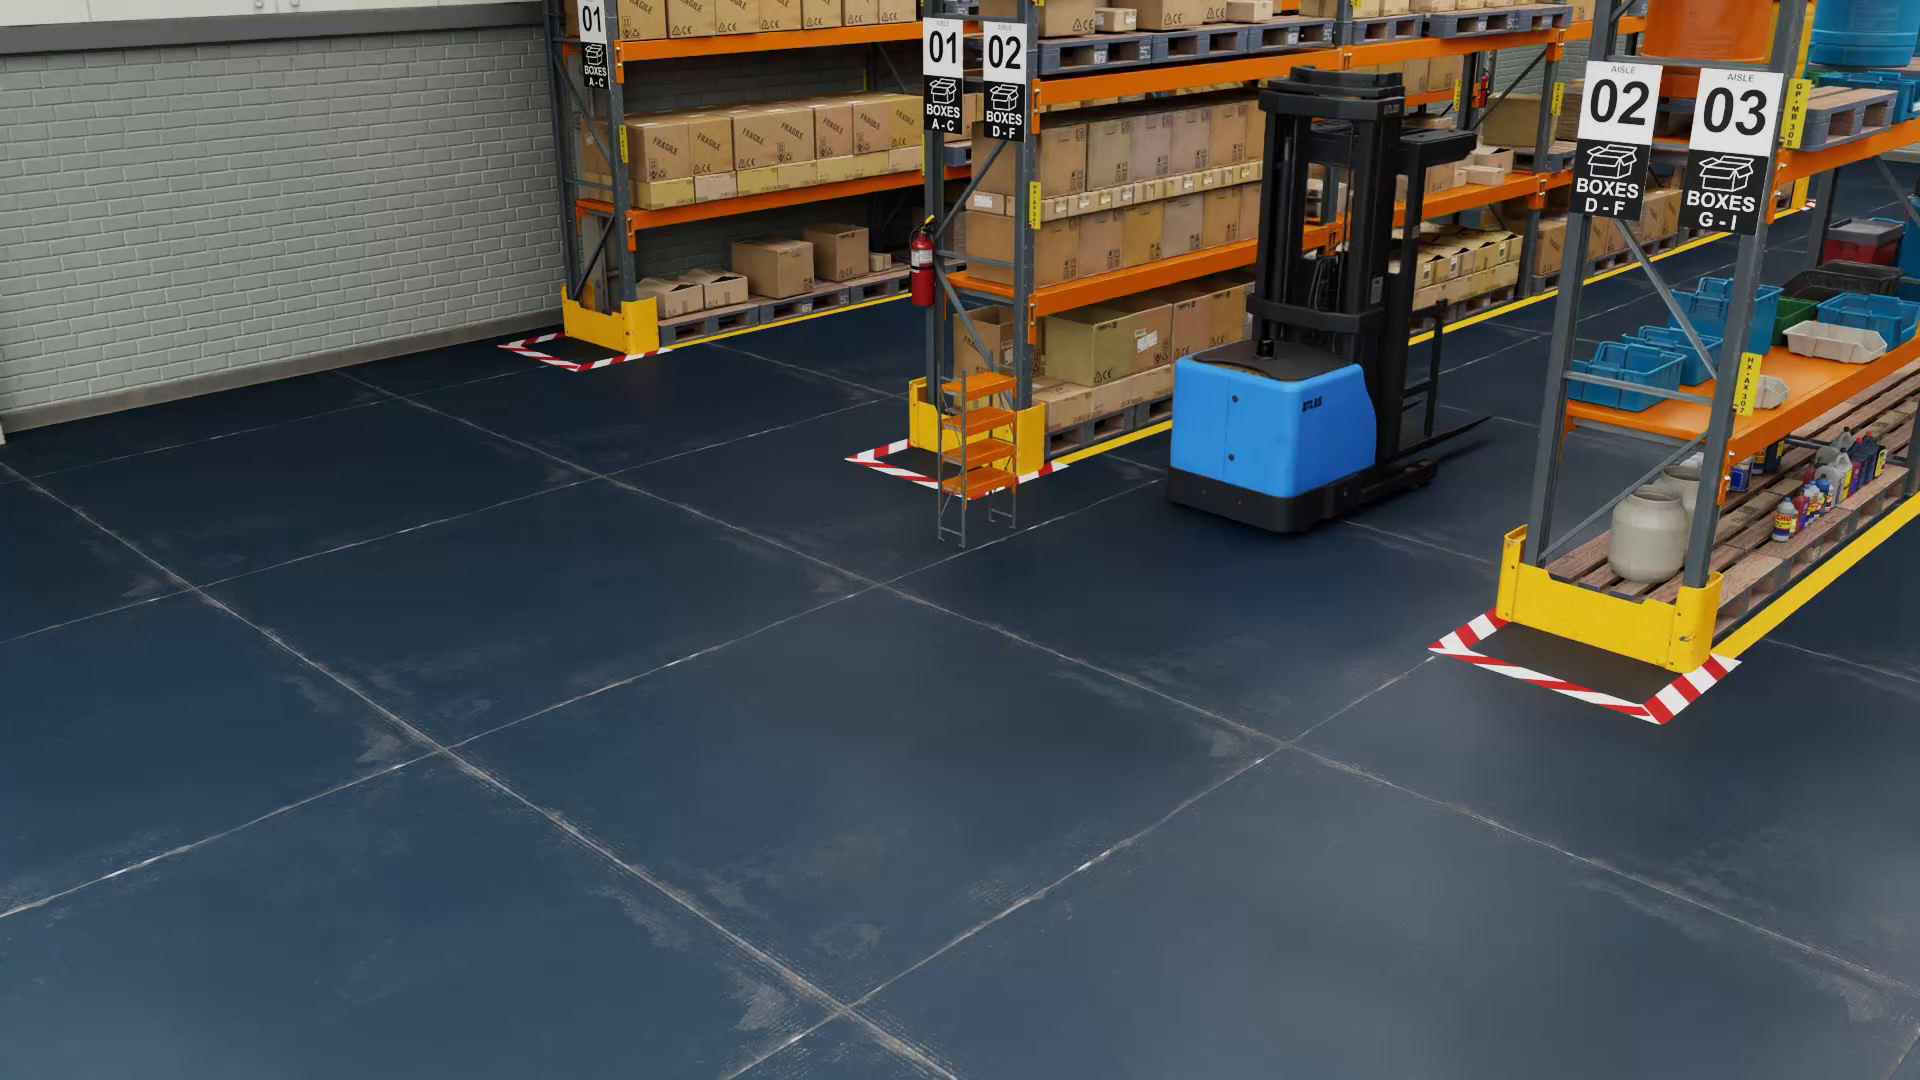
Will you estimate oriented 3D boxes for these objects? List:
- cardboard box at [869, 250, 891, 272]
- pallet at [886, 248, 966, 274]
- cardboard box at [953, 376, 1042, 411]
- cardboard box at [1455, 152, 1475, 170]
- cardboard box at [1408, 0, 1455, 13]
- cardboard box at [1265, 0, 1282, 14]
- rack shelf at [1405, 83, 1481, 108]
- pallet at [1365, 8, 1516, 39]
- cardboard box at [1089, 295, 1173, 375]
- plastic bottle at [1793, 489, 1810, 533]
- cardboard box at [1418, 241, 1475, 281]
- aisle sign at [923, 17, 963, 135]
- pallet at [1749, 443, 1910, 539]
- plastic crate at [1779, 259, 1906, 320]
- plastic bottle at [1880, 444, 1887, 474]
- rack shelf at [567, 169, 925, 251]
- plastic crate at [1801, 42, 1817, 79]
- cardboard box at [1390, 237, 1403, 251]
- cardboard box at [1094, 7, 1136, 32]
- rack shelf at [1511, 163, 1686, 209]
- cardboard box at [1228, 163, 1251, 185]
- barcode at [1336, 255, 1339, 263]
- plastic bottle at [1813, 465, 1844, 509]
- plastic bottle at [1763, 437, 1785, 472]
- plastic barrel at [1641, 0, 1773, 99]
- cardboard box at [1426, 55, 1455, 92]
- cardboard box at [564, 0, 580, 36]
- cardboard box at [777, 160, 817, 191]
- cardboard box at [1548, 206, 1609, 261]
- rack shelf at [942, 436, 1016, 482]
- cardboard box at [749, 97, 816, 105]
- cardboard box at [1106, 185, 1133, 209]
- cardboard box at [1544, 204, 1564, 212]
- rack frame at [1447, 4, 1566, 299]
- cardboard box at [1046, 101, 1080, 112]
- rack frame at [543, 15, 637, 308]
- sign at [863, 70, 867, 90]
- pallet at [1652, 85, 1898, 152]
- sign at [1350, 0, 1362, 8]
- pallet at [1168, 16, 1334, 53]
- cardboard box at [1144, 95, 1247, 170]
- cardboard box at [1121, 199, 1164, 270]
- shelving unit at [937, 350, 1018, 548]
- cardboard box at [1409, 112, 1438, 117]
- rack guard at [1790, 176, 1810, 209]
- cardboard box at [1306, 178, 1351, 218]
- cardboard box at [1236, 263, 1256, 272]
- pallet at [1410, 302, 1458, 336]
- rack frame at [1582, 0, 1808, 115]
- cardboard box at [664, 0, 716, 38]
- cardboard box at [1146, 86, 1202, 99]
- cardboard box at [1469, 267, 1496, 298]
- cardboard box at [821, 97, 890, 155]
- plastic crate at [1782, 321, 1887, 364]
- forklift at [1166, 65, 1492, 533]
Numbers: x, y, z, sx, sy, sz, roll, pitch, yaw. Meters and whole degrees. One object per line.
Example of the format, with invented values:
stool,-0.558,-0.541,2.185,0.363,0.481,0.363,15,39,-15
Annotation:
cardboard box,-0.979,-3.060,18.192,0.380,0.166,0.250,15,26,34
pallet,-0.085,-3.222,19.162,1.003,0.211,1.213,19,28,41
cardboard box,0.297,-1.180,13.211,0.500,0.250,0.500,19,28,41
cardboard box,4.953,-3.889,17.136,0.500,0.311,0.500,19,28,40
cardboard box,4.303,-5.086,15.569,0.500,0.250,0.500,16,26,36
cardboard box,2.385,-4.728,14.095,0.500,0.500,0.500,-17,27,-38
rack shelf,6.349,-6.557,24.957,1.077,0.370,4.000,19,28,41
pallet,4.528,-4.939,15.826,1.213,0.211,1.003,-19,28,-40
cardboard box,1.355,-1.661,13.417,0.500,0.500,0.500,19,28,41
plastic bottle,5.340,-0.194,10.571,0.133,0.283,0.061,-20,28,-41
cardboard box,4.814,-2.826,16.711,0.500,0.311,0.500,19,28,40
aisle sign,-0.122,-3.326,11.923,0.394,0.787,0.004,19,28,41
pallet,5.973,-0.379,11.767,1.003,0.211,1.213,19,28,41
plastic crate,6.015,-1.711,11.433,0.767,0.338,0.504,19,28,41
plastic bottle,6.442,-0.571,11.666,0.097,0.201,0.097,0,21,0
rack shelf,-2.022,-3.473,16.931,1.077,0.370,4.000,19,28,41
plastic crate,4.796,-2.773,9.950,0.392,0.384,0.575,19,28,41
cardboard box,4.422,-2.958,17.054,0.500,0.311,0.500,18,28,39
cardboard box,1.082,-3.858,12.320,0.380,0.149,0.250,19,28,41
rack shelf,7.111,-4.290,19.059,1.077,0.370,4.000,19,28,41
cardboard box,2.178,-3.049,13.782,0.380,0.149,0.250,19,28,40
barcode,3.401,-2.532,15.014,0.001,0.075,0.075,19,28,41
plastic bottle,5.753,-0.366,11.030,0.135,0.276,0.152,-20,28,-41
plastic bottle,5.714,-0.672,11.722,0.144,0.351,0.185,19,28,41
plastic barrel,3.929,-2.768,8.731,0.600,0.830,0.708,19,28,41
cardboard box,6.896,-7.224,25.270,0.980,0.700,0.700,19,28,40
cardboard box,-3.308,-4.921,15.349,0.500,0.500,0.500,-18,27,-38
cardboard box,-1.783,-3.676,16.638,0.500,0.250,0.500,20,28,41
cardboard box,6.952,-3.460,18.766,0.500,0.500,0.500,19,28,40
rack shelf,0.115,-0.540,10.994,0.258,0.148,0.480,19,28,41
cardboard box,-1.819,-4.285,17.177,0.500,0.500,0.500,-19,28,-41
cardboard box,1.098,-2.649,12.741,0.380,0.149,0.250,19,28,40
cardboard box,6.561,-3.583,19.086,0.500,0.500,0.500,18,27,39
rack frame,5.715,-4.112,17.592,1.000,3.000,0.127,19,28,41
cardboard box,0.990,-5.154,19.550,0.700,0.500,0.500,19,28,41
rack frame,-3.417,-3.294,15.465,1.000,3.000,0.127,19,28,41
sign,-1.027,-5.001,18.291,0.100,0.325,0.005,19,28,41
pallet,4.328,-2.315,8.999,1.003,0.211,1.213,19,28,41
sign,3.324,-4.624,13.911,0.100,0.325,0.005,19,28,41
pallet,2.349,-4.217,13.807,1.003,0.211,1.213,19,28,41
cardboard box,1.919,-3.362,13.692,0.700,0.500,0.500,19,28,41
cardboard box,1.183,-2.481,13.210,0.700,0.500,0.500,19,28,41
shelving unit,0.115,-0.603,10.970,0.258,1.200,0.503,19,28,41
cardboard box,7.272,-6.617,26.103,0.380,0.149,0.250,20,28,41
rack guard,11.243,-4.982,23.340,1.175,0.500,0.348,19,28,41
cardboard box,3.237,-3.151,15.301,0.500,0.250,0.500,-18,27,-39
cardboard box,2.377,-2.306,15.094,0.500,0.500,0.500,19,28,41
pallet,4.262,-2.296,16.755,1.003,0.211,1.213,19,28,41
rack frame,3.681,-3.615,7.937,1.000,3.000,0.127,19,28,41
cardboard box,-2.605,-4.903,15.302,0.500,0.500,0.500,-18,27,-39
cardboard box,2.686,-5.607,20.898,0.500,0.500,0.500,-19,28,-40
cardboard box,5.166,-2.695,17.152,0.500,0.250,0.500,19,28,40
cardboard box,-1.079,-4.283,17.174,0.500,0.500,0.500,19,28,40
plastic crate,5.520,-1.239,10.485,0.530,0.136,0.437,19,28,41
forklift,2.850,-1.847,11.796,3.031,2.935,1.130,-19,28,-41
